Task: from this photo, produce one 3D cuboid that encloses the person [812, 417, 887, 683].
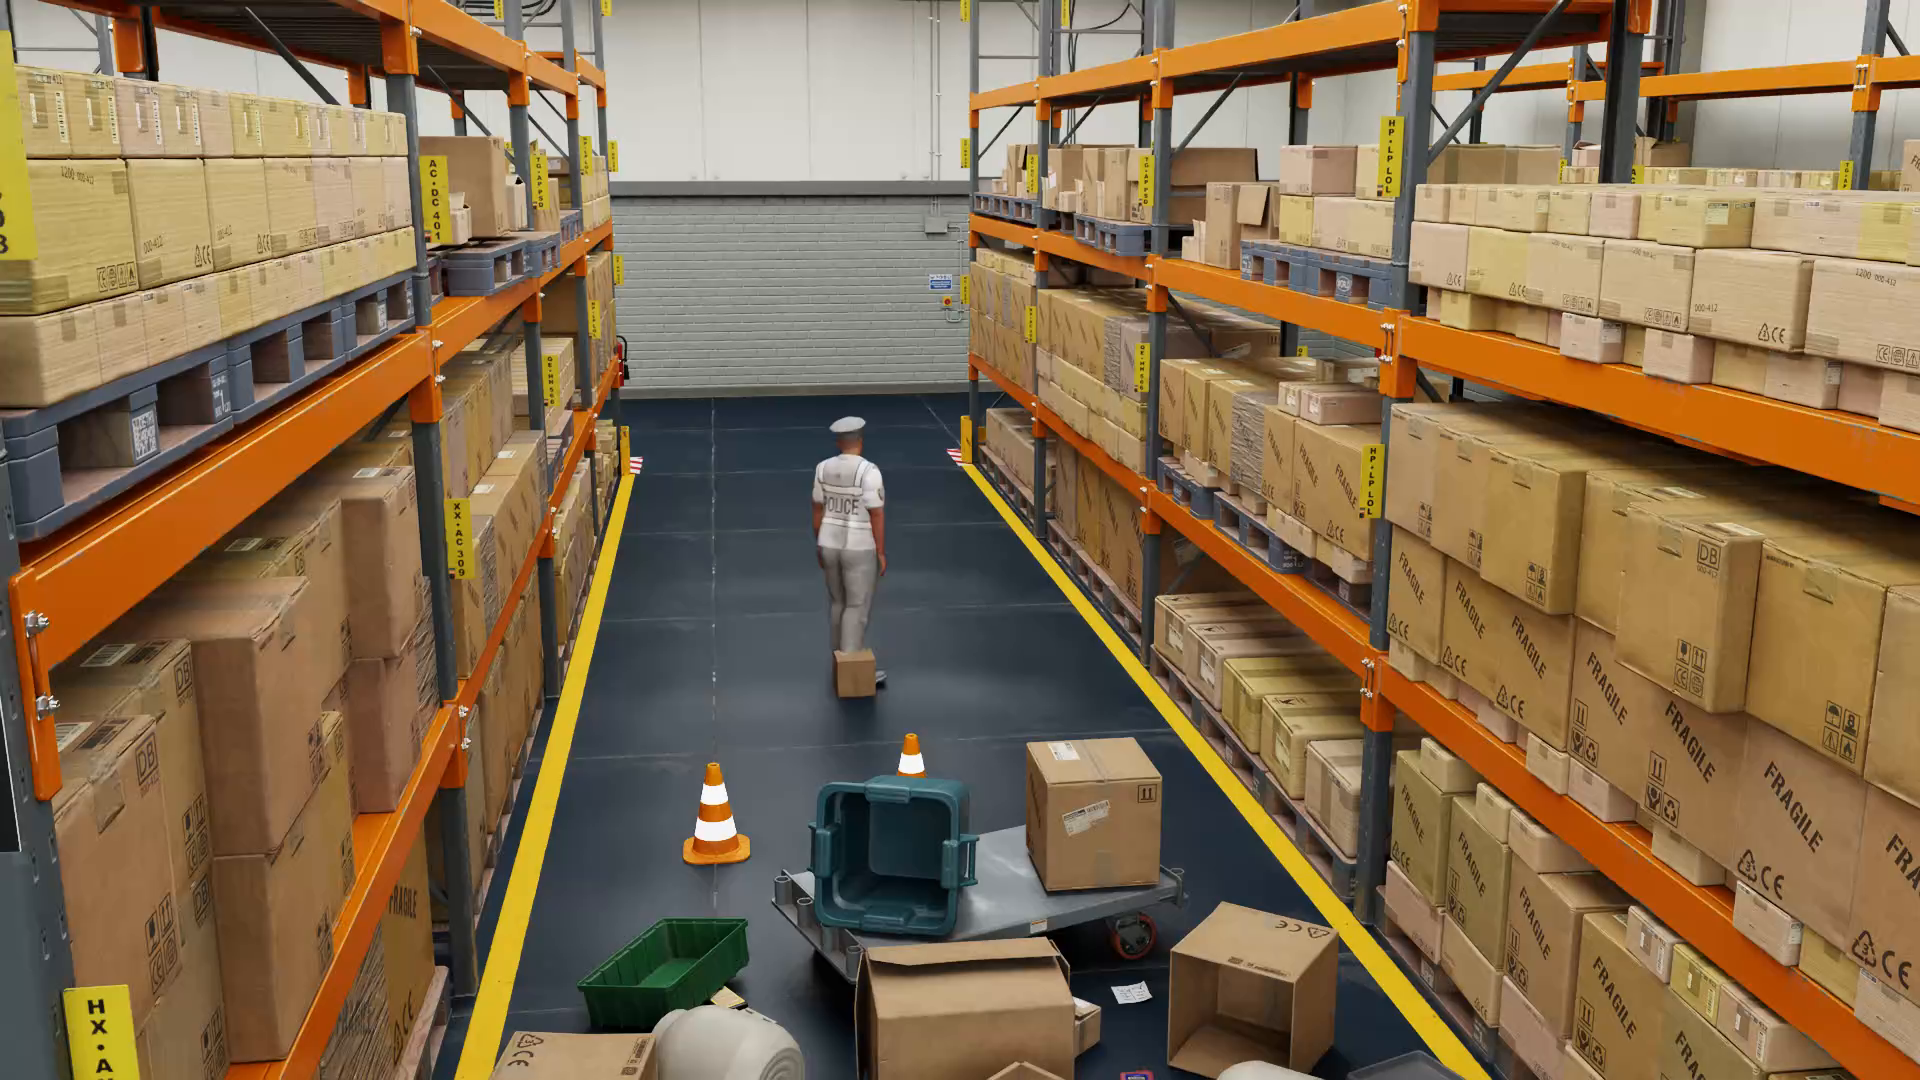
[{"bbox_3d":[-0.713,0.064,11.139,0.575,1.753,0.546,9,16,35],"label":"person"}]
